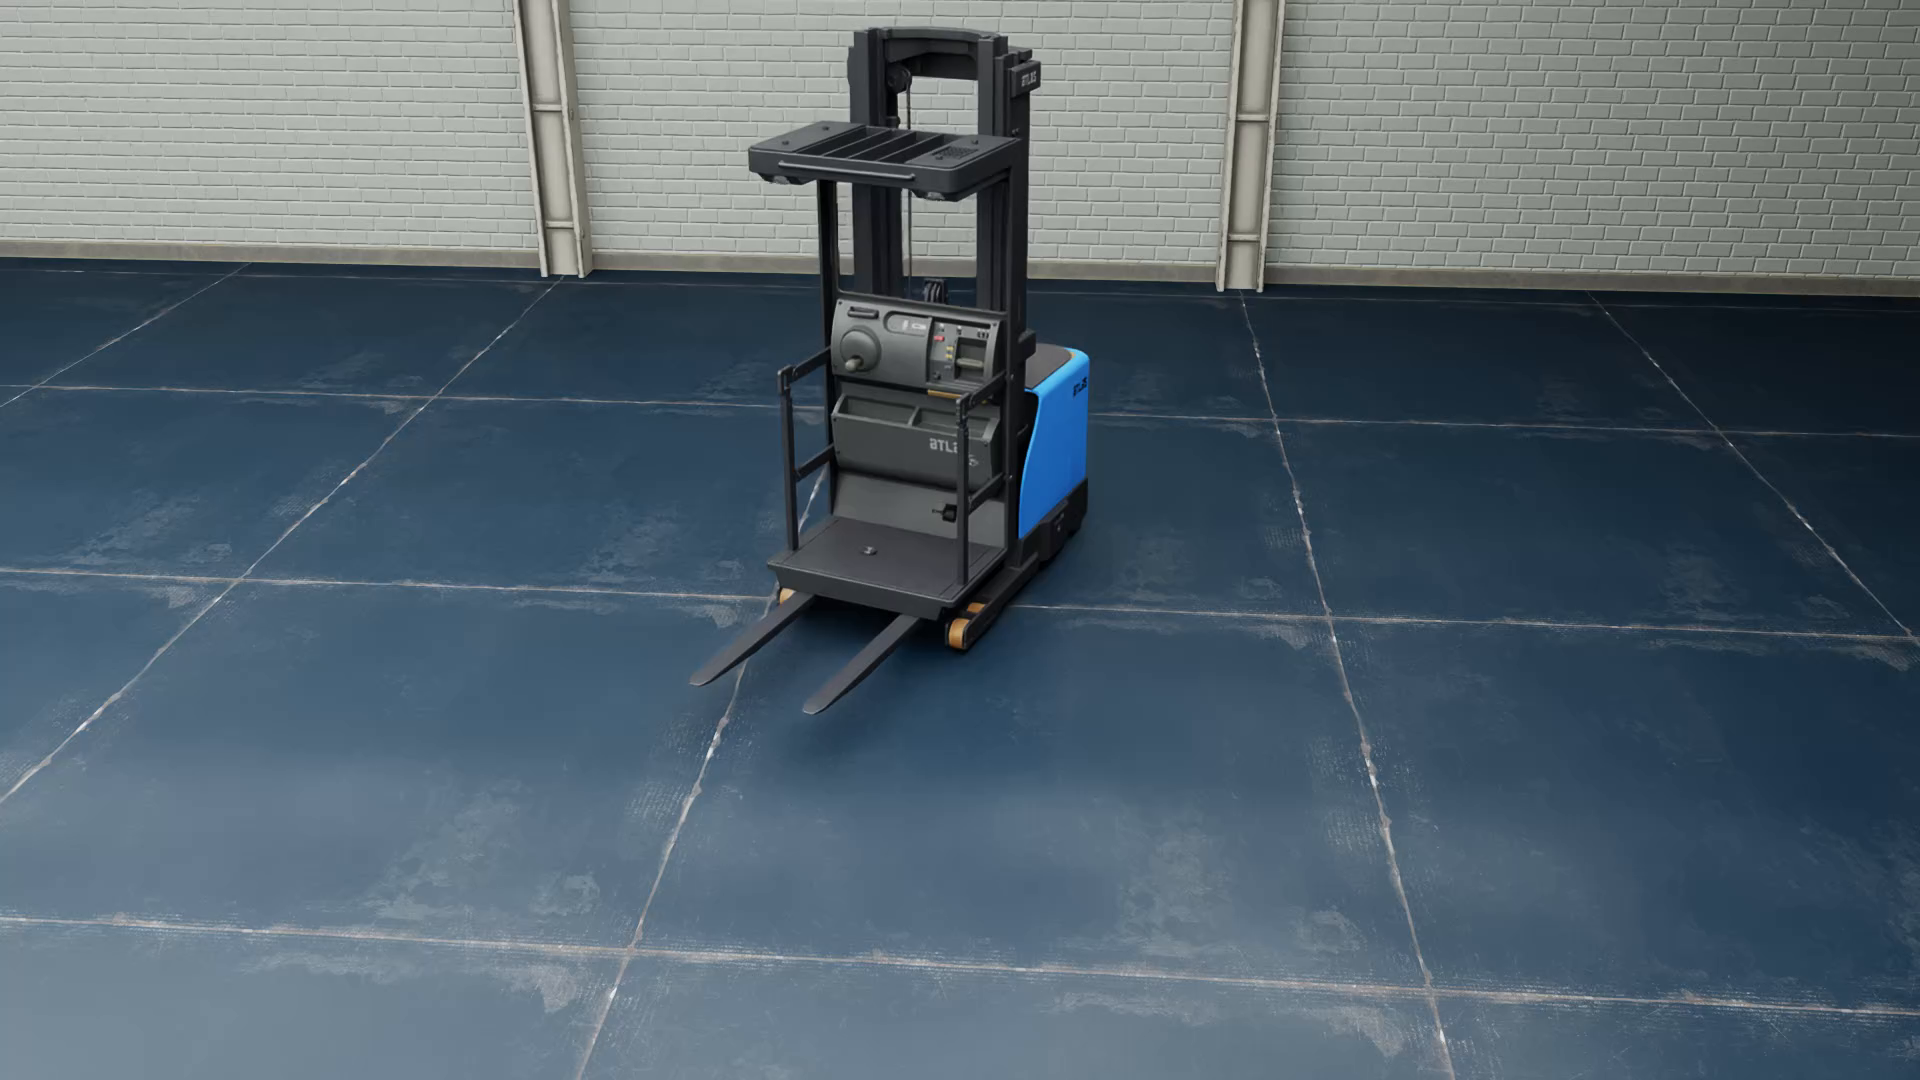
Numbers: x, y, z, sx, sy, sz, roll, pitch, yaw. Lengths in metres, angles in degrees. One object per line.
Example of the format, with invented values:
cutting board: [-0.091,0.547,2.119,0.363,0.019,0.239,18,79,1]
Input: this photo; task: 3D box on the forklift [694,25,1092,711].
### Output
forklift: [-0.306,-0.989,8.393,1.130,2.935,3.031,11,27,23]

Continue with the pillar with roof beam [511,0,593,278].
pillar with roof beam: [-3.866,-4.707,9.214,0.400,9.000,9.100,2,25,4]

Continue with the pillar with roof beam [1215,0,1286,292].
pillar with roof beam: [2.116,-4.515,8.797,0.400,9.000,9.100,2,25,4]
